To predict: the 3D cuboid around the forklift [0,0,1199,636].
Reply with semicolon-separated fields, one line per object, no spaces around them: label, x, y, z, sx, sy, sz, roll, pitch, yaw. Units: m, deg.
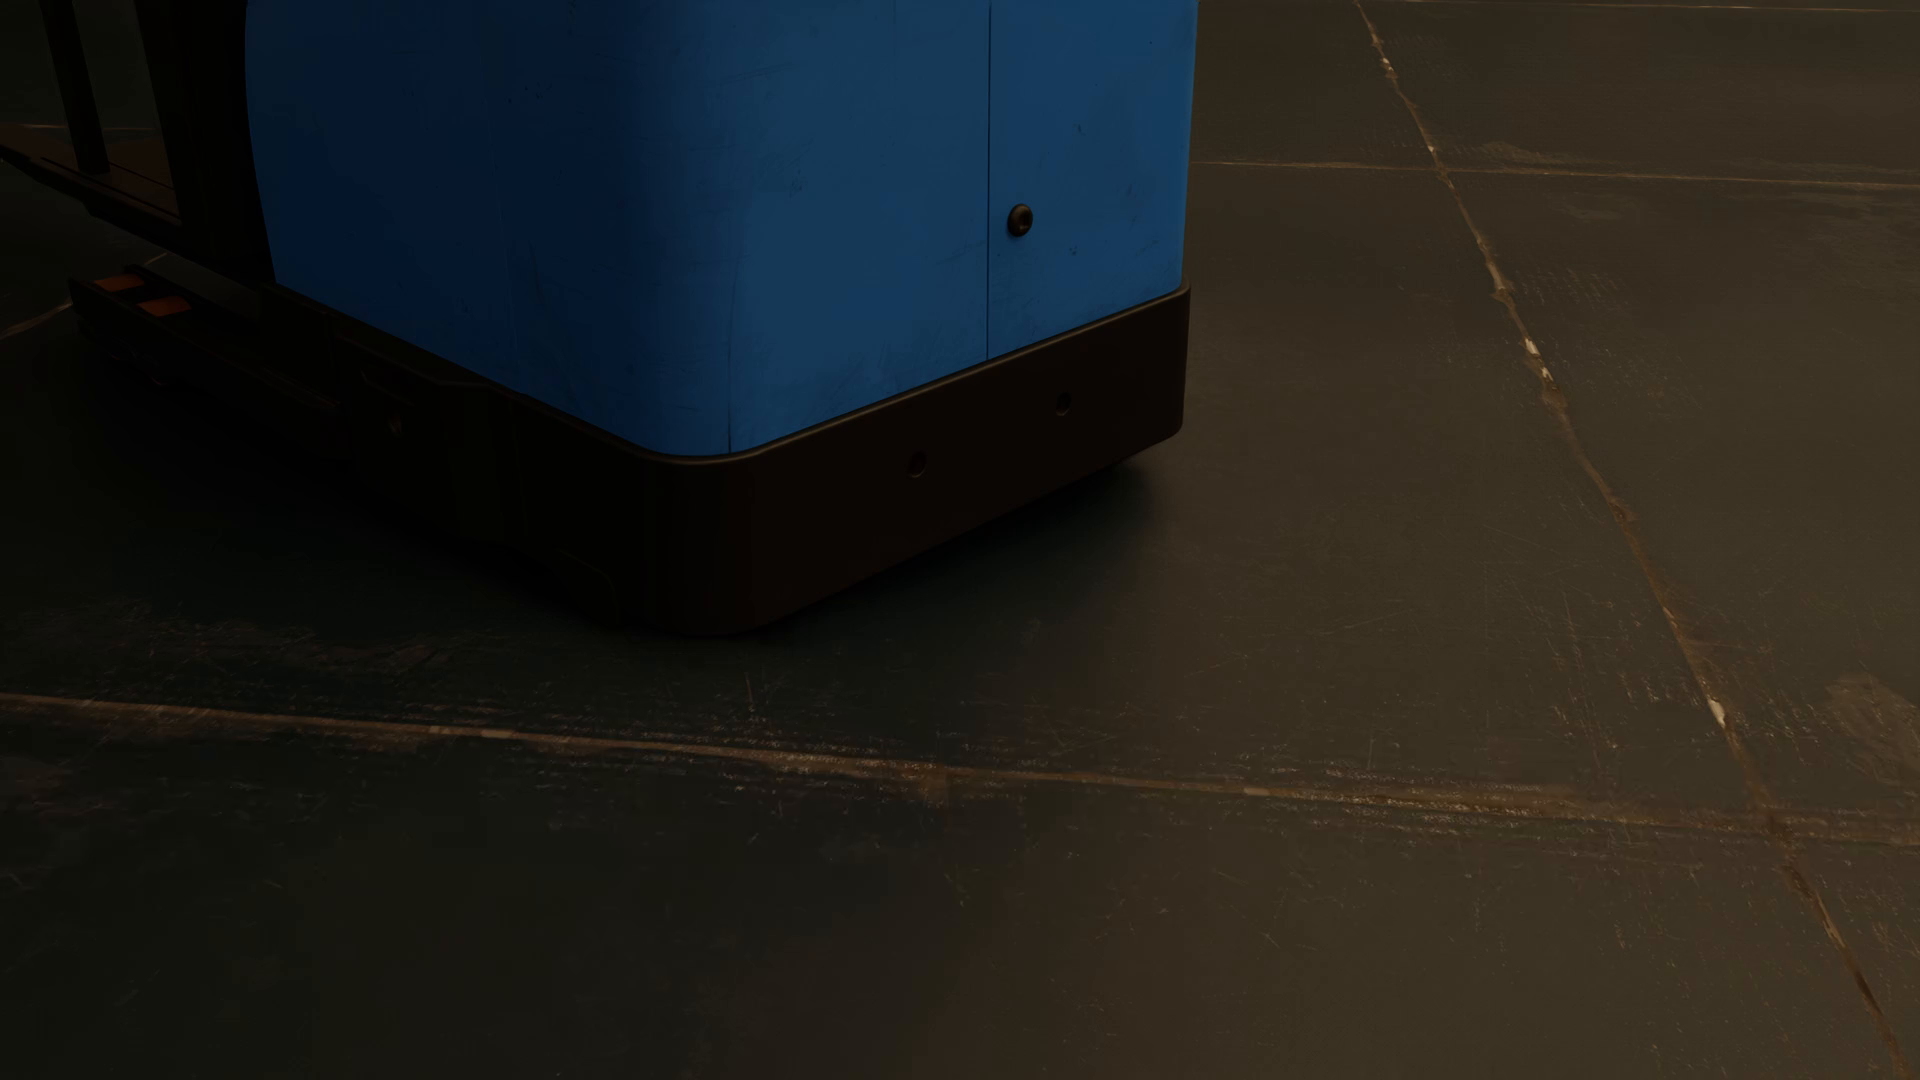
forklift;-1.049;-1.741;2.707;3.031;2.935;1.130;23;35;38
